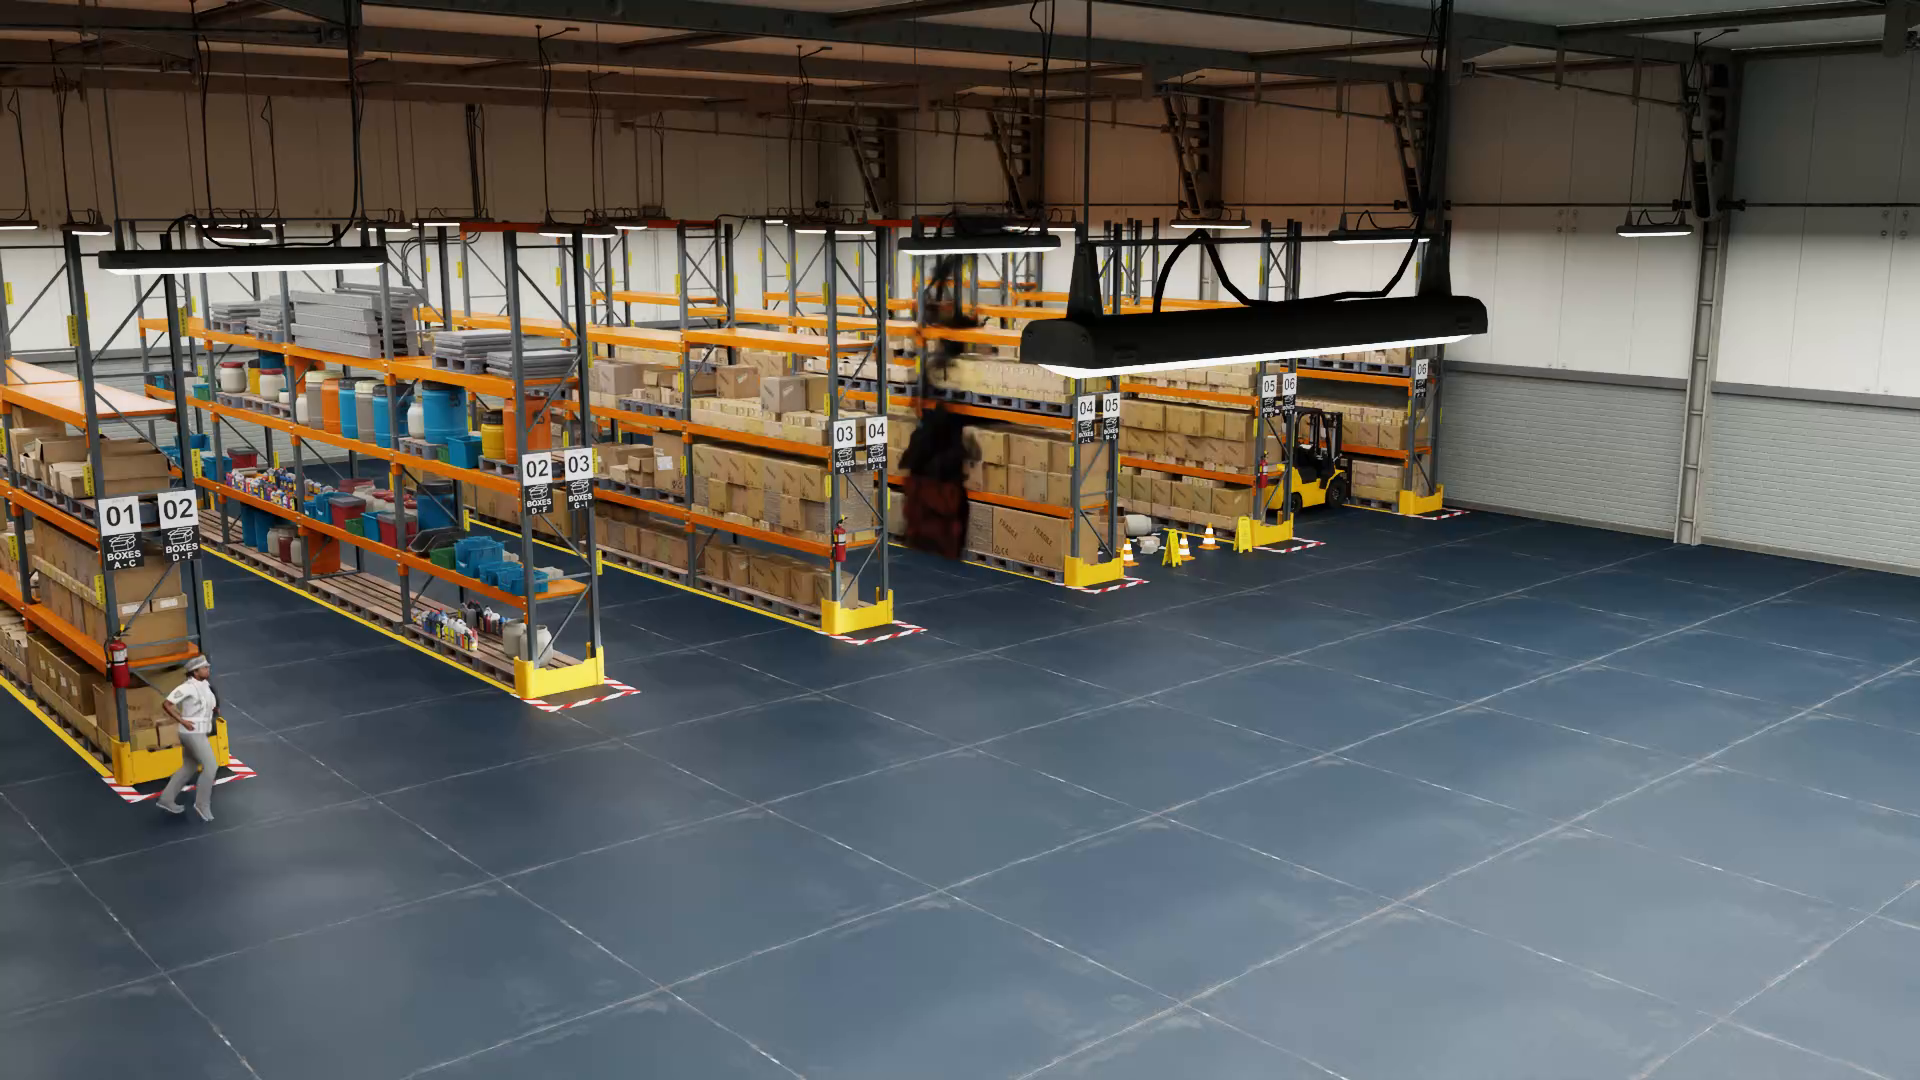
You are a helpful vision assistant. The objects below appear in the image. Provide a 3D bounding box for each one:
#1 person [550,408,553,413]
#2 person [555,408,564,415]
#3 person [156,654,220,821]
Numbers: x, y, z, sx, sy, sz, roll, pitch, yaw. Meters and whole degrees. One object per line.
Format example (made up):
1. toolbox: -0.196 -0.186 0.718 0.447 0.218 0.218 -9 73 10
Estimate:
1. person: -9.912 -2.421 39.838 0.676 1.589 0.591 1 12 7
2. person: -9.357 -2.253 38.737 0.770 1.721 0.545 -2 12 -10
3. person: -8.107 2.077 17.499 0.664 1.739 0.640 -1 11 -7
